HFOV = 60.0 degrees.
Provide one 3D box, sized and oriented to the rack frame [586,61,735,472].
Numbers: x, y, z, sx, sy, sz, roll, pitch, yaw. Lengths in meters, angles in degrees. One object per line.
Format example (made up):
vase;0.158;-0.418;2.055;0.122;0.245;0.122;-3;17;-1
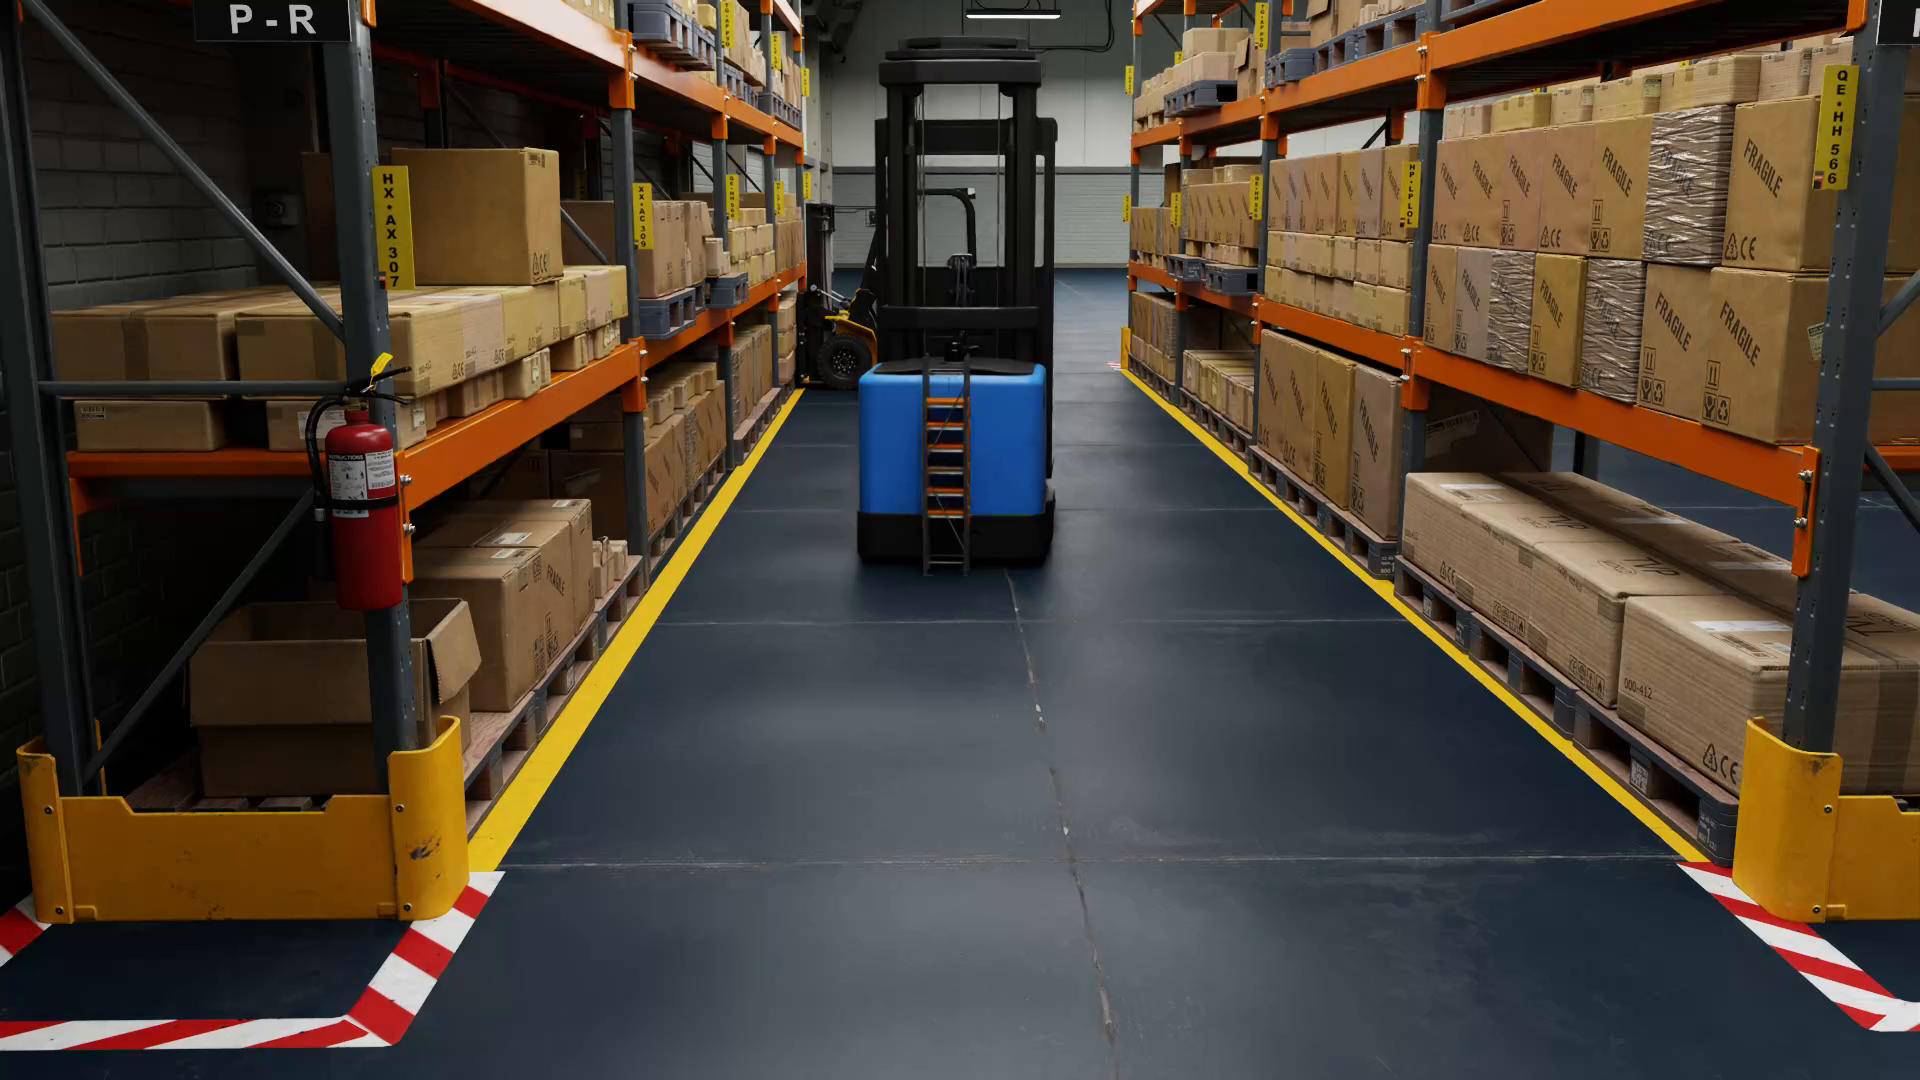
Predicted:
rack frame;-2.222;-1.995;12.350;1.000;3.000;0.127;0;11;-1

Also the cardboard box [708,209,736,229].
cardboard box;-1.941;-2.480;12.855;0.380;0.149;0.250;0;11;0

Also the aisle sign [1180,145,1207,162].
aisle sign;2.864;-4.894;20.101;0.394;0.787;0.004;0;11;-1

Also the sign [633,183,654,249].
sign;-1.597;-1.628;8.363;0.100;0.325;0.005;0;11;-1

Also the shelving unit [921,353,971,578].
shelving unit;-0.073;-0.404;9.031;0.258;1.200;0.189;1;11;4

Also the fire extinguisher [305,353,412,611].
fire extinguisher;-1.592;-0.157;4.421;0.296;0.674;0.183;0;11;-1

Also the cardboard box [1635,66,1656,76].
cardboard box;7.327;-4.846;17.181;0.500;0.250;0.500;0;11;-1

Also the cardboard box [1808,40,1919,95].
cardboard box;2.698;-1.354;4.789;0.380;0.149;0.250;0;11;0

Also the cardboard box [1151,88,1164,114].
cardboard box;2.346;-4.743;17.980;0.500;0.250;0.500;0;11;0

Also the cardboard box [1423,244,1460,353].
cardboard box;2.571;-1.176;8.060;0.500;0.500;0.500;0;11;1

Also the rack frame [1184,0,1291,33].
rack frame;2.658;-5.752;15.777;1.000;3.000;0.127;0;11;-1

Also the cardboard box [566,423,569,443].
cardboard box;-1.964;-0.626;9.199;0.380;0.149;0.250;-1;11;-3

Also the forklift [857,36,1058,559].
forklift;0.050;-1.572;10.434;1.130;2.935;3.031;1;11;4

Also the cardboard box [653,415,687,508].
cardboard box;-1.952;-0.483;10.126;0.500;0.500;0.500;-1;11;-3

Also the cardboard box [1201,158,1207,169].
cardboard box;2.877;-3.686;17.171;0.700;0.500;0.500;0;11;-1

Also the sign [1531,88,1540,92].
sign;6.967;-5.583;20.094;0.100;0.325;0.005;0;11;-1

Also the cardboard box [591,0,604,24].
cardboard box;-1.835;-2.428;7.571;0.380;0.149;0.250;0;11;-1

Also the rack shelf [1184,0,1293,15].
rack shelf;2.699;-4.806;13.929;1.077;0.370;4.000;0;11;-1

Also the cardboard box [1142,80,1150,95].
cardboard box;2.274;-5.123;18.847;0.380;0.149;0.250;0;11;-1

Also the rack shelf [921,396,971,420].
rack shelf;-0.073;-0.713;8.968;0.258;0.103;0.180;1;11;4

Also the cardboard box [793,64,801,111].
cardboard box;-2.135;-5.272;19.400;0.500;0.500;0.500;0;11;1

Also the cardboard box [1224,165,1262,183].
cardboard box;2.424;-3.059;13.906;0.380;0.149;0.250;-1;11;-4

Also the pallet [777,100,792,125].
pallet;-2.371;-4.628;18.007;1.003;0.211;1.213;0;11;-1

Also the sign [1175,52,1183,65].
sign;2.115;-4.531;16.005;0.100;0.325;0.005;0;11;-1

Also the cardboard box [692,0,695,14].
cardboard box;-1.900;-3.458;10.642;0.380;0.149;0.250;0;11;-2

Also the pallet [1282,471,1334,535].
pallet;2.703;-0.251;10.765;1.003;0.211;1.213;0;11;-1

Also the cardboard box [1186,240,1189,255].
cardboard box;2.353;-2.783;15.809;0.380;0.149;0.250;0;11;0

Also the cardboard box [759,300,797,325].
cardboard box;-2.024;-2.437;17.870;0.500;0.250;0.500;0;11;1

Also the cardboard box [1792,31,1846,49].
cardboard box;7.371;-4.175;13.991;0.500;0.500;0.500;0;11;-1

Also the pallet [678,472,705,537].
pallet;-2.222;-0.238;10.702;1.003;0.211;1.213;0;11;-1

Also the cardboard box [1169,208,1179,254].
cardboard box;2.400;-3.094;16.764;0.500;0.500;0.500;-1;11;-3

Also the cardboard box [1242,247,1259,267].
cardboard box;2.420;-2.216;13.015;0.380;0.149;0.250;0;11;0

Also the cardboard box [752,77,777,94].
cardboard box;-2.011;-4.483;16.390;0.380;0.149;0.250;0;11;0

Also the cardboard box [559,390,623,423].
cardboard box;-1.942;-0.717;8.899;0.380;0.149;0.250;0;11;-2

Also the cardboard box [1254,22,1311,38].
cardboard box;2.840;-4.341;14.434;0.500;0.250;0.500;0;11;0

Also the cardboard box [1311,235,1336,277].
cardboard box;2.509;-1.783;10.425;0.500;0.250;0.500;0;11;0

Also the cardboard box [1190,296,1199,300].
cardboard box;2.870;-2.470;18.664;0.500;0.500;0.500;-1;11;-2

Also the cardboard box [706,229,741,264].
cardboard box;-1.962;-2.256;12.755;0.500;0.250;0.500;0;11;-1

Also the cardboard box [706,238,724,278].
cardboard box;-1.877;-1.919;11.296;0.500;0.250;0.500;-1;11;-4

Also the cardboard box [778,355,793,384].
cardboard box;-1.984;-1.746;16.981;0.500;0.250;0.500;0;11;-1

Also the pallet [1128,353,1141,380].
pallet;2.558;-2.063;19.699;1.003;0.211;1.213;0;11;-1

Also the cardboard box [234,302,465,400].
cardboard box;-1.797;-0.569;4.947;0.500;0.250;0.500;0;11;-1

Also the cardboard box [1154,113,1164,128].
cardboard box;2.334;-4.577;18.164;0.380;0.149;0.250;-1;11;-3

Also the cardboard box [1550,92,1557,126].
cardboard box;2.646;-1.761;6.796;0.380;0.149;0.250;0;11;-1

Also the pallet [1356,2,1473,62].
pallet;2.755;-2.780;9.153;0.805;0.209;1.217;-1;11;-3

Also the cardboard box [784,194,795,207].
cardboard box;-2.043;-3.775;18.489;0.380;0.149;0.250;0;11;0

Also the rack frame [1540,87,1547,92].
rack frame;7.522;-6.587;19.895;1.000;3.000;0.127;0;11;-1

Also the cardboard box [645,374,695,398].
cardboard box;-2.001;-1.037;11.228;0.380;0.149;0.250;0;11;1

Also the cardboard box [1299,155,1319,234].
cardboard box;2.521;-2.255;10.863;0.500;0.500;0.500;0;11;0

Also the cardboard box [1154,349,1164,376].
cardboard box;2.356;-1.892;17.700;0.500;0.250;0.500;-1;11;-3

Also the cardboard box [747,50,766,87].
cardboard box;-2.046;-4.329;15.224;0.500;0.311;0.500;-1;11;-3

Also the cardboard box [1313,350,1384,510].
cardboard box;2.704;-0.688;10.195;0.875;0.875;0.875;0;11;0

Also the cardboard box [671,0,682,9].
cardboard box;-1.742;-3.015;9.157;0.380;0.149;0.250;0;11;0

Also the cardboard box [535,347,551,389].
cardboard box;-1.792;-0.657;6.385;0.380;0.149;0.250;0;11;0

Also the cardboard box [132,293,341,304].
cardboard box;-2.341;-0.670;5.447;0.500;0.250;0.500;0;11;-1

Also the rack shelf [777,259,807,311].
rack shelf;-2.346;-2.835;18.300;1.077;0.370;4.000;0;11;-1

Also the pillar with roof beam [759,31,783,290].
pillar with roof beam;0.782;-8.787;30.737;9.100;9.000;0.400;0;11;-1

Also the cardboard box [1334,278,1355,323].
cardboard box;2.561;-1.438;9.978;0.500;0.250;0.500;-1;11;-3
